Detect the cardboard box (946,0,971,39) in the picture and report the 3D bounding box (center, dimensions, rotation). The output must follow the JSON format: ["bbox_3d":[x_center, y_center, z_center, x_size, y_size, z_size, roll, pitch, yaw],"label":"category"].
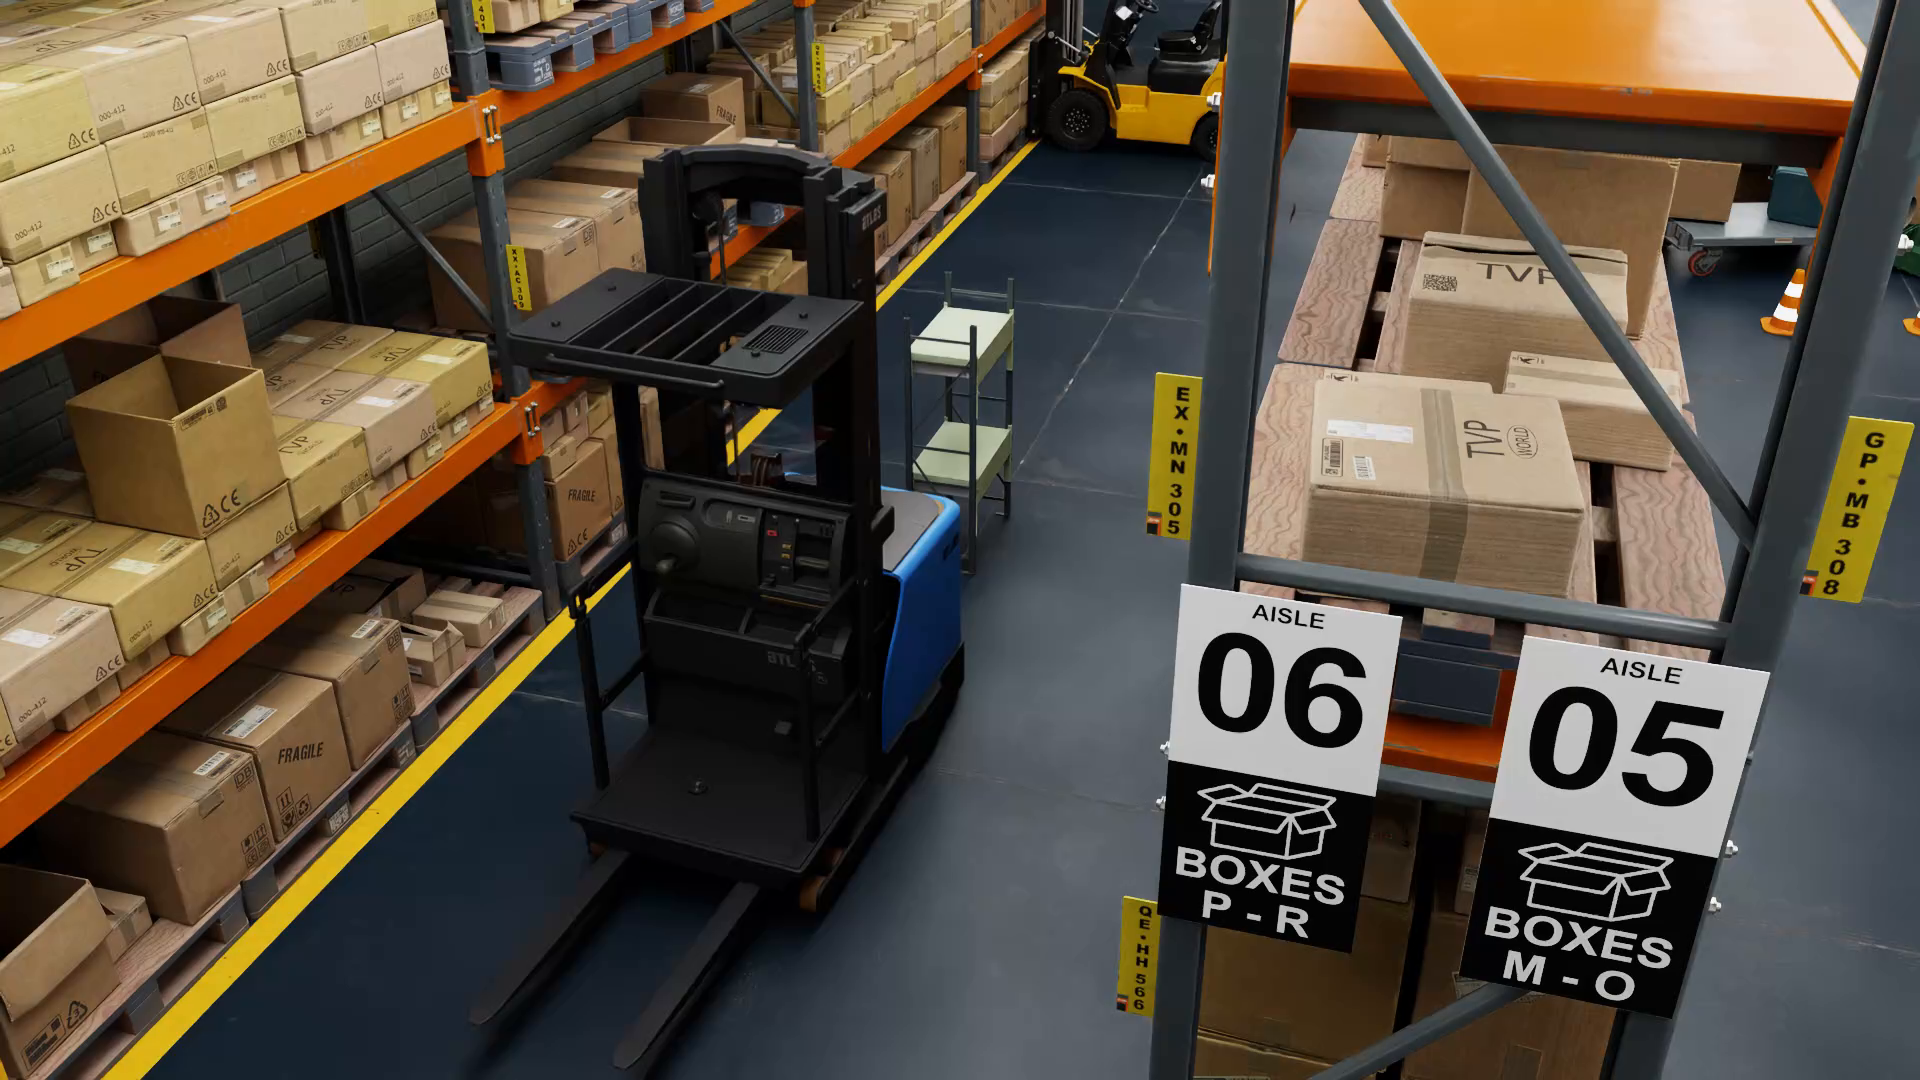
[{"bbox_3d":[-0.214,-4.572,14.523,0.500,0.250,0.500,8,30,14],"label":"cardboard box"}]

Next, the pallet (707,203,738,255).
[{"bbox_3d":[-2.054,-1.836,10.163,1.003,0.211,1.213,8,30,15],"label":"pallet"}]

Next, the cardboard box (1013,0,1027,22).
[{"bbox_3d":[0.351,-5.376,16.225,0.500,0.500,0.500,8,30,14],"label":"cardboard box"}]

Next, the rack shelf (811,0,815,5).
[{"bbox_3d":[-0.901,-4.750,12.858,1.077,0.370,4.000,8,30,15],"label":"rack shelf"}]

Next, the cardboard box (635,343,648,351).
[{"bbox_3d":[-1.979,-1.085,10.086,0.380,0.149,0.250,10,30,17],"label":"cardboard box"}]

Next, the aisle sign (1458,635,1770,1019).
[{"bbox_3d":[1.166,0.539,3.022,0.394,0.787,0.004,8,30,15],"label":"aisle sign"}]

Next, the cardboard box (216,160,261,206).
[{"bbox_3d":[-2.898,-1.369,6.298,0.380,0.149,0.250,9,30,15],"label":"cardboard box"}]

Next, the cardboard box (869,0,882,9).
[{"bbox_3d":[-0.880,-4.523,14.025,0.380,0.149,0.250,8,30,14],"label":"cardboard box"}]

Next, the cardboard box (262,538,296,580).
[{"bbox_3d":[-2.984,0.043,6.846,0.380,0.149,0.250,8,30,15],"label":"cardboard box"}]

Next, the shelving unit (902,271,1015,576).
[{"bbox_3d":[0.002,-0.659,9.391,0.431,1.500,0.755,8,30,15],"label":"shelving unit"}]

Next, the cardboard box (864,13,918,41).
[{"bbox_3d":[-0.552,-4.088,13.243,0.380,0.149,0.250,8,30,14],"label":"cardboard box"}]

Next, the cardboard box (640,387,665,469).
[{"bbox_3d":[-2.007,-0.730,10.115,0.500,0.500,0.500,8,30,13],"label":"cardboard box"}]

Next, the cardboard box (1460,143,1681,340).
[{"bbox_3d":[1.645,-0.897,4.554,0.500,0.500,0.500,9,30,16],"label":"cardboard box"}]

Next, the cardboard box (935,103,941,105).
[{"bbox_3d":[-0.367,-4.139,15.987,0.500,0.250,0.500,8,30,14],"label":"cardboard box"}]

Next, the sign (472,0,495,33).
[{"bbox_3d":[-2.141,-2.429,7.413,0.100,0.325,0.005,8,30,15],"label":"sign"}]

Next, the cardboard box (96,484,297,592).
[{"bbox_3d":[-3.022,-0.055,6.611,0.500,0.250,0.500,8,30,14],"label":"cardboard box"}]

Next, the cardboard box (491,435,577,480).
[{"bbox_3d":[-2.302,-0.469,8.980,0.380,0.149,0.250,10,31,17],"label":"cardboard box"}]

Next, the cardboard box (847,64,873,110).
[{"bbox_3d":[-0.976,-3.381,12.383,0.500,0.250,0.500,9,30,16],"label":"cardboard box"}]

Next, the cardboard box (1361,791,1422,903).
[{"bbox_3d":[0.824,0.640,3.715,0.380,0.149,0.250,9,30,16],"label":"cardboard box"}]

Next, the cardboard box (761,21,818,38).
[{"bbox_3d":[-1.332,-3.943,12.983,0.380,0.149,0.250,8,30,14],"label":"cardboard box"}]

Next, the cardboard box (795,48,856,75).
[{"bbox_3d":[-0.985,-3.505,12.195,0.380,0.149,0.250,9,30,16],"label":"cardboard box"}]

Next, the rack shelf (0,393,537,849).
[{"bbox_3d":[-3.249,0.278,6.904,1.077,0.370,4.000,8,30,15],"label":"rack shelf"}]

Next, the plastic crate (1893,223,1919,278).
[{"bbox_3d":[7.993,-2.382,13.779,0.662,0.188,0.450,-24,47,-37],"label":"plastic crate"}]

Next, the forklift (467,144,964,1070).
[{"bbox_3d":[-0.971,0.050,6.644,1.130,2.935,3.031,10,31,18],"label":"forklift"}]

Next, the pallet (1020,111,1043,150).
[{"bbox_3d":[0.316,-4.397,17.437,1.003,0.211,1.213,8,30,15],"label":"pallet"}]

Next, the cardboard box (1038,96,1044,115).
[{"bbox_3d":[0.583,-4.555,17.249,0.500,0.250,0.500,9,30,16],"label":"cardboard box"}]

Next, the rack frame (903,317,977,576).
[{"bbox_3d":[-0.105,-0.488,9.085,0.400,1.500,0.023,8,30,15],"label":"rack frame"}]

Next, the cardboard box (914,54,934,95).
[{"bbox_3d":[-0.529,-3.886,13.803,0.500,0.250,0.500,9,30,15],"label":"cardboard box"}]

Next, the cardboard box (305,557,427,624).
[{"bbox_3d":[-3.082,0.299,8.461,0.500,0.311,0.500,10,30,17],"label":"cardboard box"}]

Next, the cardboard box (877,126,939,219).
[{"bbox_3d":[-0.691,-3.226,14.474,0.875,0.625,0.625,8,30,14],"label":"cardboard box"}]

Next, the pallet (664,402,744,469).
[{"bbox_3d":[-2.103,-0.699,10.790,1.003,0.211,1.213,8,30,15],"label":"pallet"}]

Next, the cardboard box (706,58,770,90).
[{"bbox_3d":[-1.586,-3.332,11.883,0.380,0.149,0.250,9,30,16],"label":"cardboard box"}]

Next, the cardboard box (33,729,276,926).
[{"bbox_3d":[-3.278,1.140,6.755,0.700,0.500,0.500,10,31,17],"label":"cardboard box"}]

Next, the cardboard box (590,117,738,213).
[{"bbox_3d":[-1.790,-2.268,10.204,0.797,0.503,0.637,8,30,14],"label":"cardboard box"}]

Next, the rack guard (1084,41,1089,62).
[{"bbox_3d":[0.867,-5.461,19.053,1.175,0.500,0.348,8,30,15],"label":"rack guard"}]

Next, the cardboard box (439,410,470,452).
[{"bbox_3d":[-2.570,-0.548,7.907,0.380,0.149,0.250,9,30,16],"label":"cardboard box"}]

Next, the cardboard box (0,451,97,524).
[{"bbox_3d":[-3.499,-0.135,6.755,0.500,0.250,0.500,8,30,15],"label":"cardboard box"}]

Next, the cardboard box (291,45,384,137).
[{"bbox_3d":[-2.707,-1.838,6.731,0.500,0.250,0.500,7,30,13],"label":"cardboard box"}]

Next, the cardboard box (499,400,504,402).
[{"bbox_3d":[-2.694,-0.790,9.556,0.380,0.149,0.250,9,30,15],"label":"cardboard box"}]

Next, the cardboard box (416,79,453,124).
[{"bbox_3d":[-2.485,-1.957,7.356,0.380,0.149,0.250,8,30,15],"label":"cardboard box"}]

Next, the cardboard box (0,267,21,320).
[{"bbox_3d":[-3.205,-0.766,5.215,0.380,0.149,0.250,9,30,16],"label":"cardboard box"}]

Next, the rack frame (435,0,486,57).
[{"bbox_3d":[-2.662,-3.587,6.942,1.000,3.000,0.127,8,30,15],"label":"rack frame"}]

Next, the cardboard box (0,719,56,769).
[{"bbox_3d":[-3.403,0.638,5.777,0.380,0.149,0.250,8,30,14],"label":"cardboard box"}]

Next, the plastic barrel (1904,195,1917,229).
[{"bbox_3d":[8.061,-2.938,14.595,0.421,0.421,0.512,-17,34,-28],"label":"plastic barrel"}]

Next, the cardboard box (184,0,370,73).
[{"bbox_3d":[-2.721,-2.053,6.604,0.500,0.250,0.500,8,30,14],"label":"cardboard box"}]

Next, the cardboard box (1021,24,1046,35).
[{"bbox_3d":[0.740,-5.229,17.431,0.500,0.250,0.500,9,30,16],"label":"cardboard box"}]

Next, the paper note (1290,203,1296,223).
[{"bbox_3d":[0.970,-0.955,4.860,0.006,0.032,0.123,9,30,15],"label":"paper note"}]

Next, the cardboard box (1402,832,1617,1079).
[{"bbox_3d":[1.323,0.937,3.849,0.500,0.500,0.500,8,30,14],"label":"cardboard box"}]
